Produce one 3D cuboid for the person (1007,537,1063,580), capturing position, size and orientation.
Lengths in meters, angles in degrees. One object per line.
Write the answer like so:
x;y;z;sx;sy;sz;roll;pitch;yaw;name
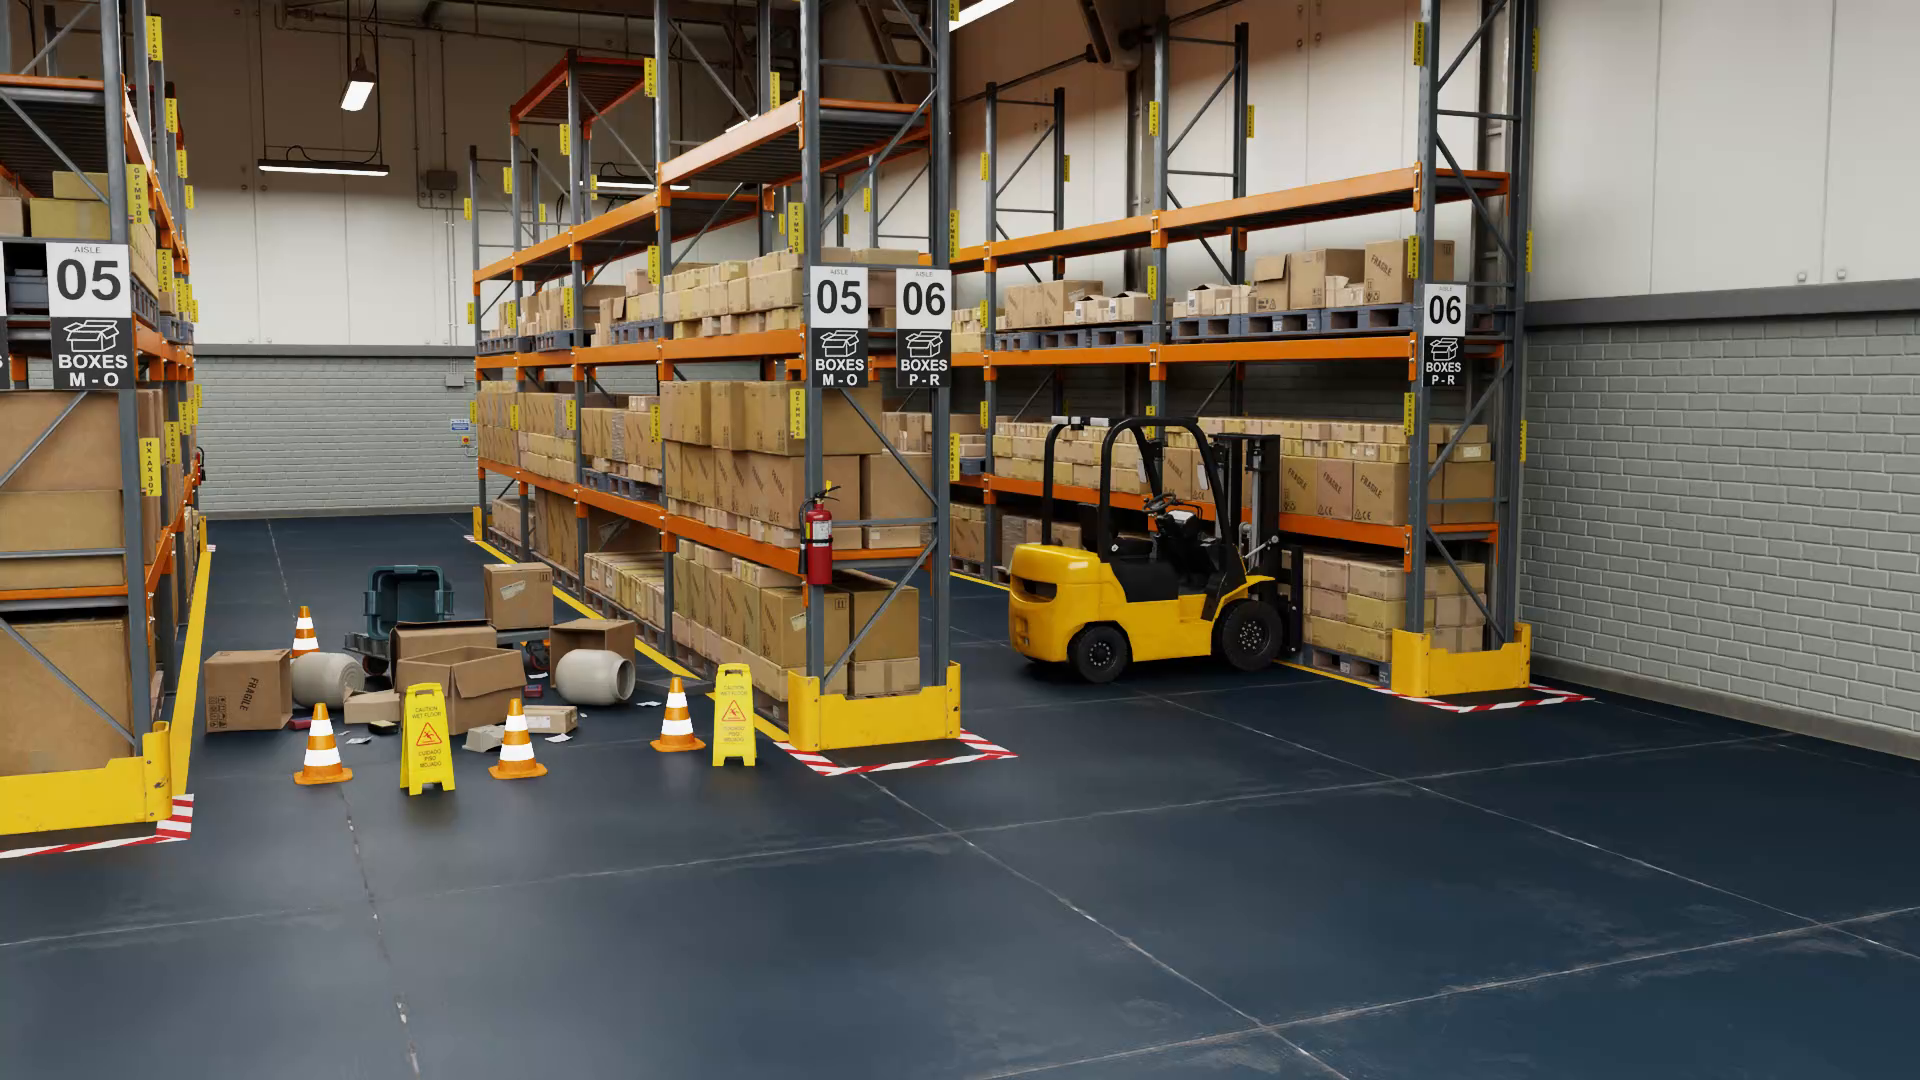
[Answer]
0.807;0.394;16.992;0.480;0.890;0.799;-2;6;-24;person
